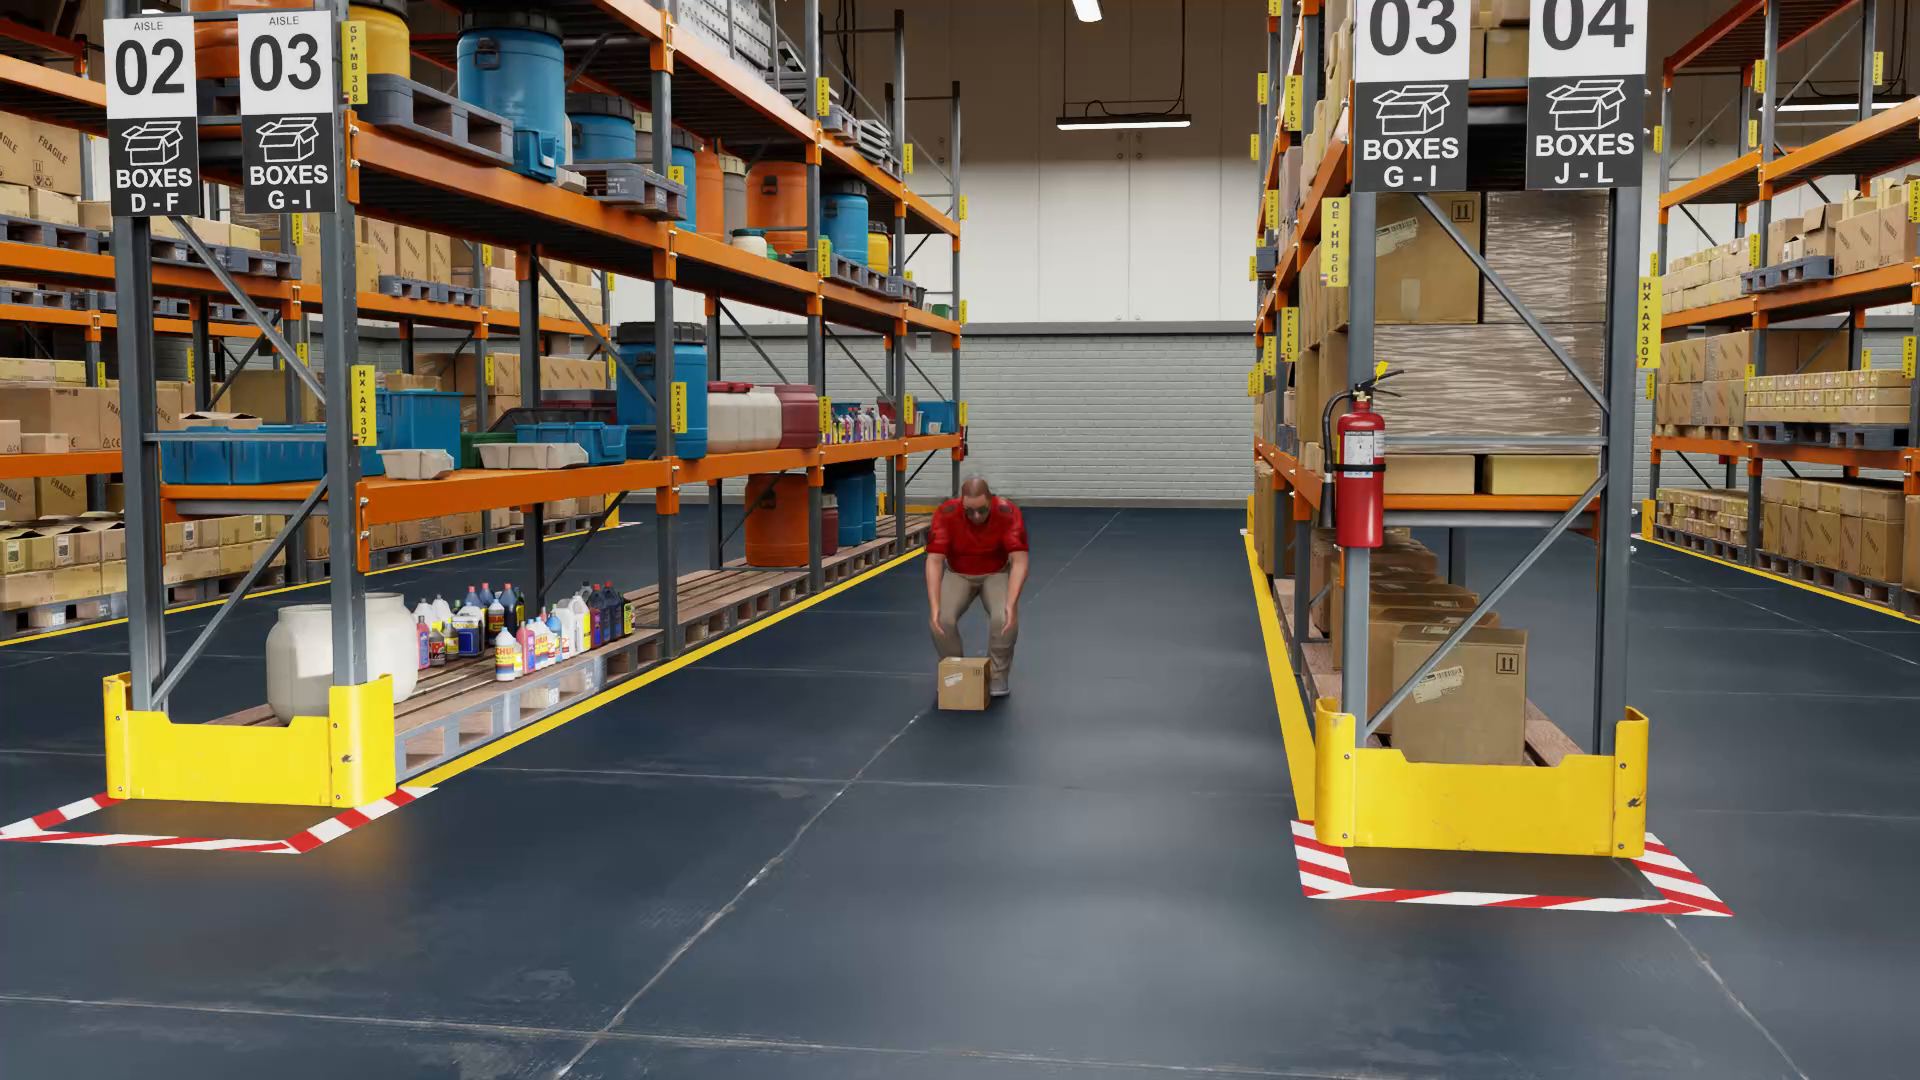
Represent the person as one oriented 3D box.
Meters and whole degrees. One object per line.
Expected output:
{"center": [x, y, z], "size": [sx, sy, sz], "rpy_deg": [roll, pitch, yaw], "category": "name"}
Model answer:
{"center": [0.117, 0.263, 9.494], "size": [0.586, 1.249, 0.783], "rpy_deg": [1, 4, 9], "category": "person"}
